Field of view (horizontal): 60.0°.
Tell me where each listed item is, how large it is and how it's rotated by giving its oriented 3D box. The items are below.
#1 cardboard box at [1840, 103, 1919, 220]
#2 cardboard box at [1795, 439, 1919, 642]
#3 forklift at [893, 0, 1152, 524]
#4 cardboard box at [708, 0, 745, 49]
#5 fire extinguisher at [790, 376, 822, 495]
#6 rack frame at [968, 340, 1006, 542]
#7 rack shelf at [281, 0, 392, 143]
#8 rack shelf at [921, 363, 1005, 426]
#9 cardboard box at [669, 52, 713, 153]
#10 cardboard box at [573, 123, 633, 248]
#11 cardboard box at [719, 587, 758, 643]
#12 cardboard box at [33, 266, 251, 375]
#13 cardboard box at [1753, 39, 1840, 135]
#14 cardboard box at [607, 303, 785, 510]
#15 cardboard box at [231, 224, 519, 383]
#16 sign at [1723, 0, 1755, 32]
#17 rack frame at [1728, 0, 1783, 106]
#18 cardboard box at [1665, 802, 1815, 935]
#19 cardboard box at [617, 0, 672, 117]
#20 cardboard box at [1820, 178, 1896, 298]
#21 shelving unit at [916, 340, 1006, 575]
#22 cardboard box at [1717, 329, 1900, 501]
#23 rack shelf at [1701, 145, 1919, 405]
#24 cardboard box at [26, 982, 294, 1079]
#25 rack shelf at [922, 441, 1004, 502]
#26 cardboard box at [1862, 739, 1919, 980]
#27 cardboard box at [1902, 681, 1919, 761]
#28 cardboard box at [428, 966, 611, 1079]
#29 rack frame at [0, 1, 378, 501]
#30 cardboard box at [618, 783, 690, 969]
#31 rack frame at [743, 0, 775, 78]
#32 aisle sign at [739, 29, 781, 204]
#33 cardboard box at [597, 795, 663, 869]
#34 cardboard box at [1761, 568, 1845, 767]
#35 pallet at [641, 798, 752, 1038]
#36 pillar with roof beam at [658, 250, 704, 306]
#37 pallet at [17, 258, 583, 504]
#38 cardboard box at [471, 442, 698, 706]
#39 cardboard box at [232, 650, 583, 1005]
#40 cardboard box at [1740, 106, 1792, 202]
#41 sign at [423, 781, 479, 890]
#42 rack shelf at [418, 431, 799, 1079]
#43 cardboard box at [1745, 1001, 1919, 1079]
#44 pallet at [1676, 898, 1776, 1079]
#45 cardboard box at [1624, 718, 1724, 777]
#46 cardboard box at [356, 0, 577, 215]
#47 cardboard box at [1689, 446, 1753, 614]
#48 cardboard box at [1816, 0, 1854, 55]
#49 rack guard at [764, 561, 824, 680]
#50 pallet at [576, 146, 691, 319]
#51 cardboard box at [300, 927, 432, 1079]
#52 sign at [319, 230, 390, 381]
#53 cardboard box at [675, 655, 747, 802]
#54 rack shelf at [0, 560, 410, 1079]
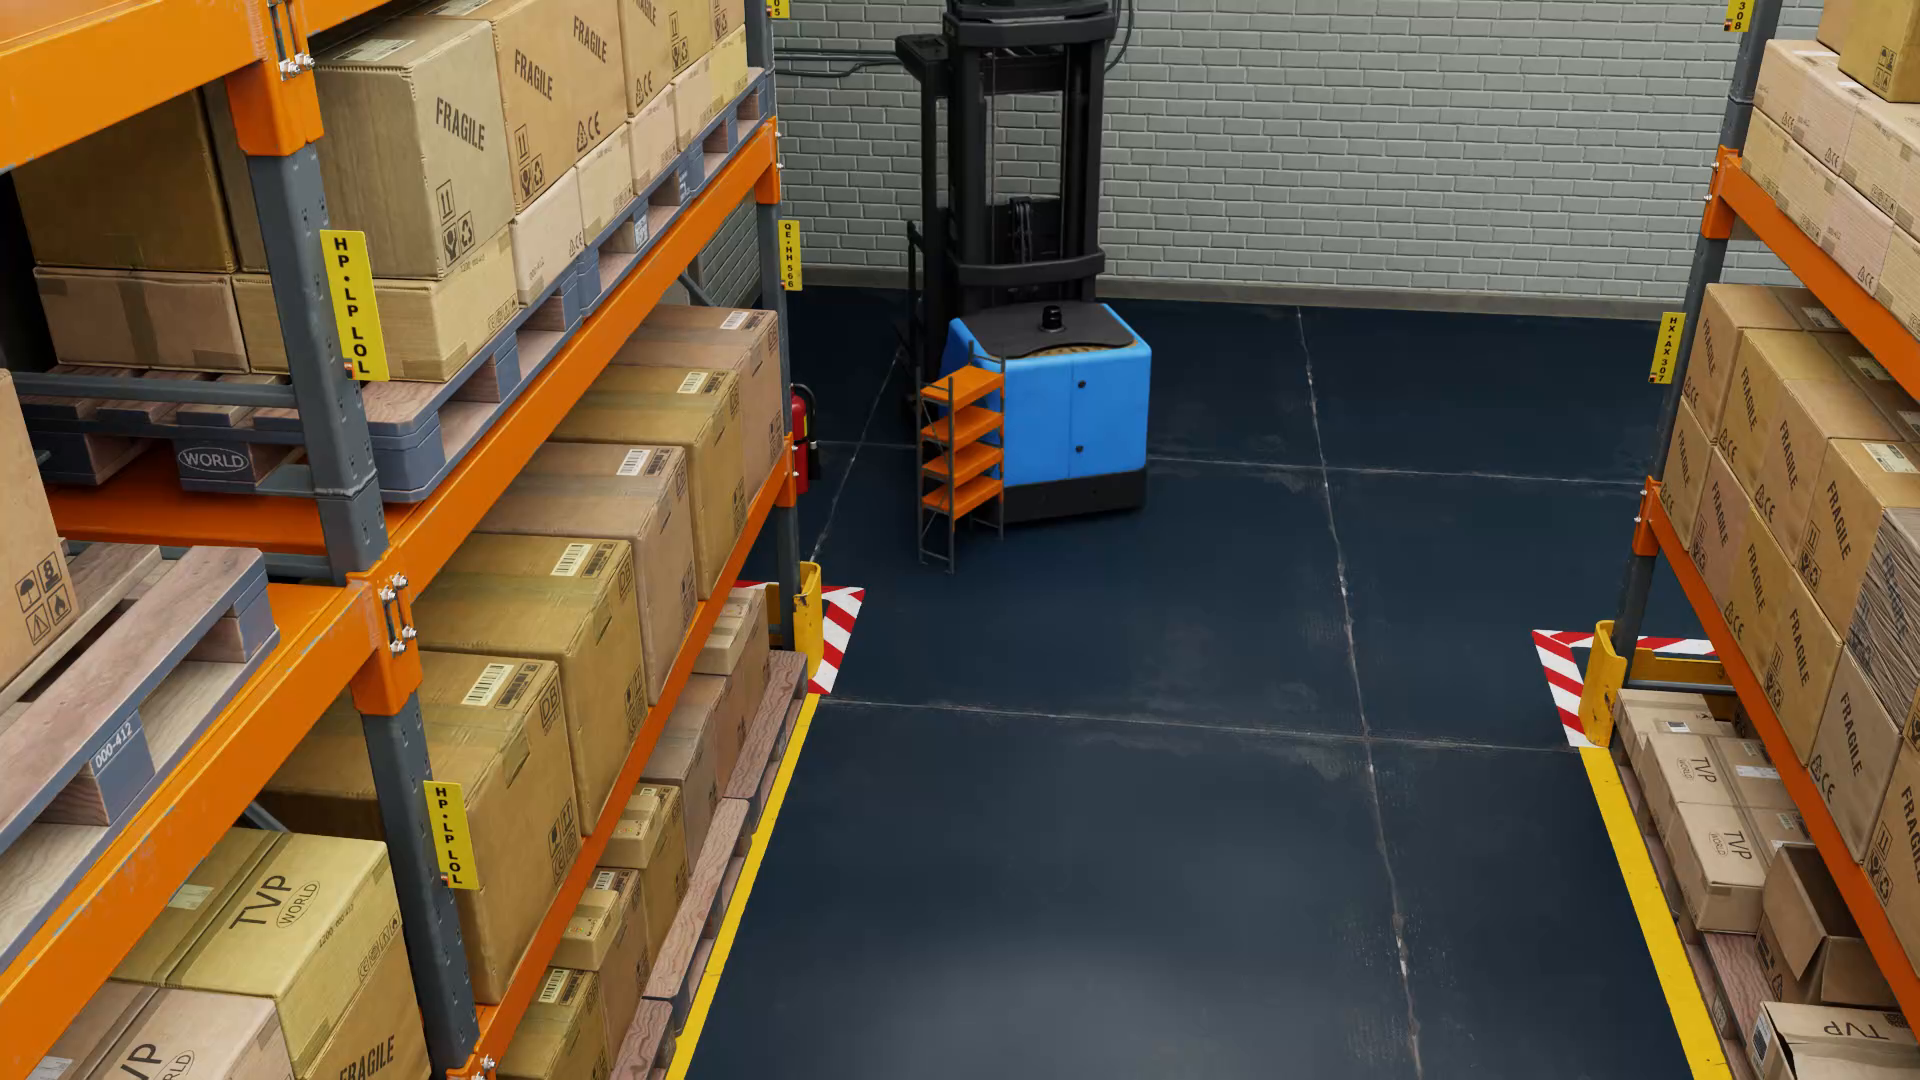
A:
[{"bbox_3d":[3.167,-1.197,5.277,0.500,0.250,0.500,3,28,6],"label":"cardboard box"},{"bbox_3d":[3.112,0.011,5.407,0.500,0.500,0.500,3,28,6],"label":"cardboard box"},{"bbox_3d":[0.237,-2.065,10.492,1.130,2.935,3.031,-8,29,-14],"label":"forklift"},{"bbox_3d":[-1.124,-2.159,6.251,0.500,0.500,0.500,3,28,6],"label":"cardboard box"},{"bbox_3d":[-0.829,-0.551,8.086,0.296,0.674,0.183,3,28,6],"label":"fire extinguisher"},{"bbox_3d":[0.151,-0.555,9.515,0.240,1.200,0.015,19,34,31],"label":"rack frame"},{"bbox_3d":[-1.550,-1.912,4.992,1.077,0.370,4.000,3,28,6],"label":"rack shelf"},{"bbox_3d":[0.008,-0.807,9.155,0.258,0.148,0.480,19,34,31],"label":"rack shelf"},{"bbox_3d":[-1.194,-1.584,5.974,0.500,0.250,0.500,2,28,4],"label":"cardboard box"},{"bbox_3d":[-1.317,-1.097,5.071,0.500,0.250,0.500,3,28,5],"label":"cardboard box"},{"bbox_3d":[-1.127,0.331,7.482,0.380,0.149,0.250,3,28,6],"label":"cardboard box"},{"bbox_3d":[-1.944,-0.642,4.226,0.500,0.250,0.500,4,29,7],"label":"cardboard box"},{"bbox_3d":[3.290,-1.667,6.150,0.500,0.250,0.500,3,28,6],"label":"cardboard box"},{"bbox_3d":[-1.358,-0.597,7.379,0.980,0.700,0.700,5,29,9],"label":"cardboard box"},{"bbox_3d":[-1.449,-0.616,4.178,0.500,0.250,0.500,3,28,6],"label":"cardboard box"},{"bbox_3d":[3.073,-2.156,6.505,0.100,0.325,0.005,3,28,6],"label":"sign"},{"bbox_3d":[3.612,-3.060,5.943,1.000,3.000,0.127,3,28,6],"label":"rack frame"},{"bbox_3d":[3.141,1.308,6.595,0.500,0.250,0.500,3,28,6],"label":"cardboard box"},{"bbox_3d":[-1.252,-1.678,5.358,0.500,0.500,0.500,2,28,4],"label":"cardboard box"},{"bbox_3d":[3.163,-0.977,5.396,0.500,0.250,0.500,3,28,6],"label":"cardboard box"},{"bbox_3d":[0.008,-0.461,9.341,0.258,1.200,0.503,19,34,31],"label":"shelving unit"},{"bbox_3d":[3.239,-0.463,6.288,0.500,0.500,0.500,4,29,7],"label":"cardboard box"},{"bbox_3d":[3.367,-0.482,5.077,1.077,0.370,4.000,3,28,6],"label":"rack shelf"},{"bbox_3d":[-1.671,1.138,3.244,0.500,0.250,0.500,4,29,7],"label":"cardboard box"},{"bbox_3d":[0.008,-0.402,9.373,0.258,0.148,0.480,19,34,31],"label":"rack shelf"},{"bbox_3d":[2.990,0.927,4.762,0.500,0.500,0.500,4,29,8],"label":"cardboard box"},{"bbox_3d":[2.987,0.485,4.528,0.500,0.500,0.500,3,28,5],"label":"cardboard box"},{"bbox_3d":[-1.602,1.747,5.537,0.700,0.500,0.500,4,29,7],"label":"cardboard box"},{"bbox_3d":[-1.795,-1.464,2.979,1.000,3.000,0.127,3,28,6],"label":"rack frame"},{"bbox_3d":[-1.472,1.269,6.424,0.700,0.500,0.500,4,29,7],"label":"cardboard box"},{"bbox_3d":[-1.305,-3.347,6.474,1.000,3.000,0.127,3,28,6],"label":"rack frame"},{"bbox_3d":[-0.999,-1.866,7.311,0.394,0.787,0.004,3,28,6],"label":"aisle sign"},{"bbox_3d":[-1.315,1.065,6.119,0.380,0.149,0.250,3,28,5],"label":"cardboard box"},{"bbox_3d":[3.110,0.445,5.657,0.500,0.500,0.500,4,29,7],"label":"cardboard box"},{"bbox_3d":[-1.477,1.476,6.788,1.003,0.211,1.213,3,28,6],"label":"pallet"},{"bbox_3d":[2.440,-4.418,8.462,9.100,9.000,0.400,3,28,6],"label":"pillar with roof beam"},{"bbox_3d":[-1.685,-0.489,4.425,1.003,0.211,1.213,3,28,6],"label":"pallet"},{"bbox_3d":[-1.538,0.105,6.077,0.980,0.700,0.700,2,28,4],"label":"cardboard box"},{"bbox_3d":[-1.713,0.791,4.803,0.980,0.700,0.700,4,29,7],"label":"cardboard box"},{"bbox_3d":[3.296,-1.447,6.268,0.500,0.250,0.500,3,28,6],"label":"cardboard box"},{"bbox_3d":[-1.256,0.730,4.096,0.100,0.325,0.005,3,28,6],"label":"sign"},{"bbox_3d":[-1.550,0.553,6.320,1.077,0.370,4.000,3,28,6],"label":"rack shelf"},{"bbox_3d":[3.002,1.816,5.588,0.500,0.311,0.500,3,28,6],"label":"cardboard box"},{"bbox_3d":[3.354,1.792,6.201,1.003,0.211,1.213,3,28,6],"label":"pallet"},{"bbox_3d":[3.189,0.929,7.386,0.380,0.166,0.250,3,28,6],"label":"cardboard box"},{"bbox_3d":[-1.373,-1.198,4.467,0.500,0.500,0.500,3,28,5],"label":"cardboard box"},{"bbox_3d":[3.238,-0.027,6.531,0.500,0.500,0.500,3,28,6],"label":"cardboard box"},{"bbox_3d":[3.565,-1.981,5.943,0.700,0.500,0.500,3,28,6],"label":"cardboard box"},{"bbox_3d":[-1.302,0.384,8.511,1.175,0.500,0.348,3,28,6],"label":"rack guard"},{"bbox_3d":[-1.533,-1.061,5.488,1.003,0.211,1.213,3,28,6],"label":"pallet"},{"bbox_3d":[-1.602,1.226,3.872,0.500,0.500,0.500,3,28,5],"label":"cardboard box"},{"bbox_3d":[-1.256,-0.482,3.443,0.100,0.325,0.005,3,28,6],"label":"sign"},{"bbox_3d":[-1.353,0.781,7.330,0.700,0.500,0.500,3,28,6],"label":"cardboard box"},{"bbox_3d":[-2.040,1.115,2.114,1.077,0.370,4.000,3,28,6],"label":"rack shelf"}]
